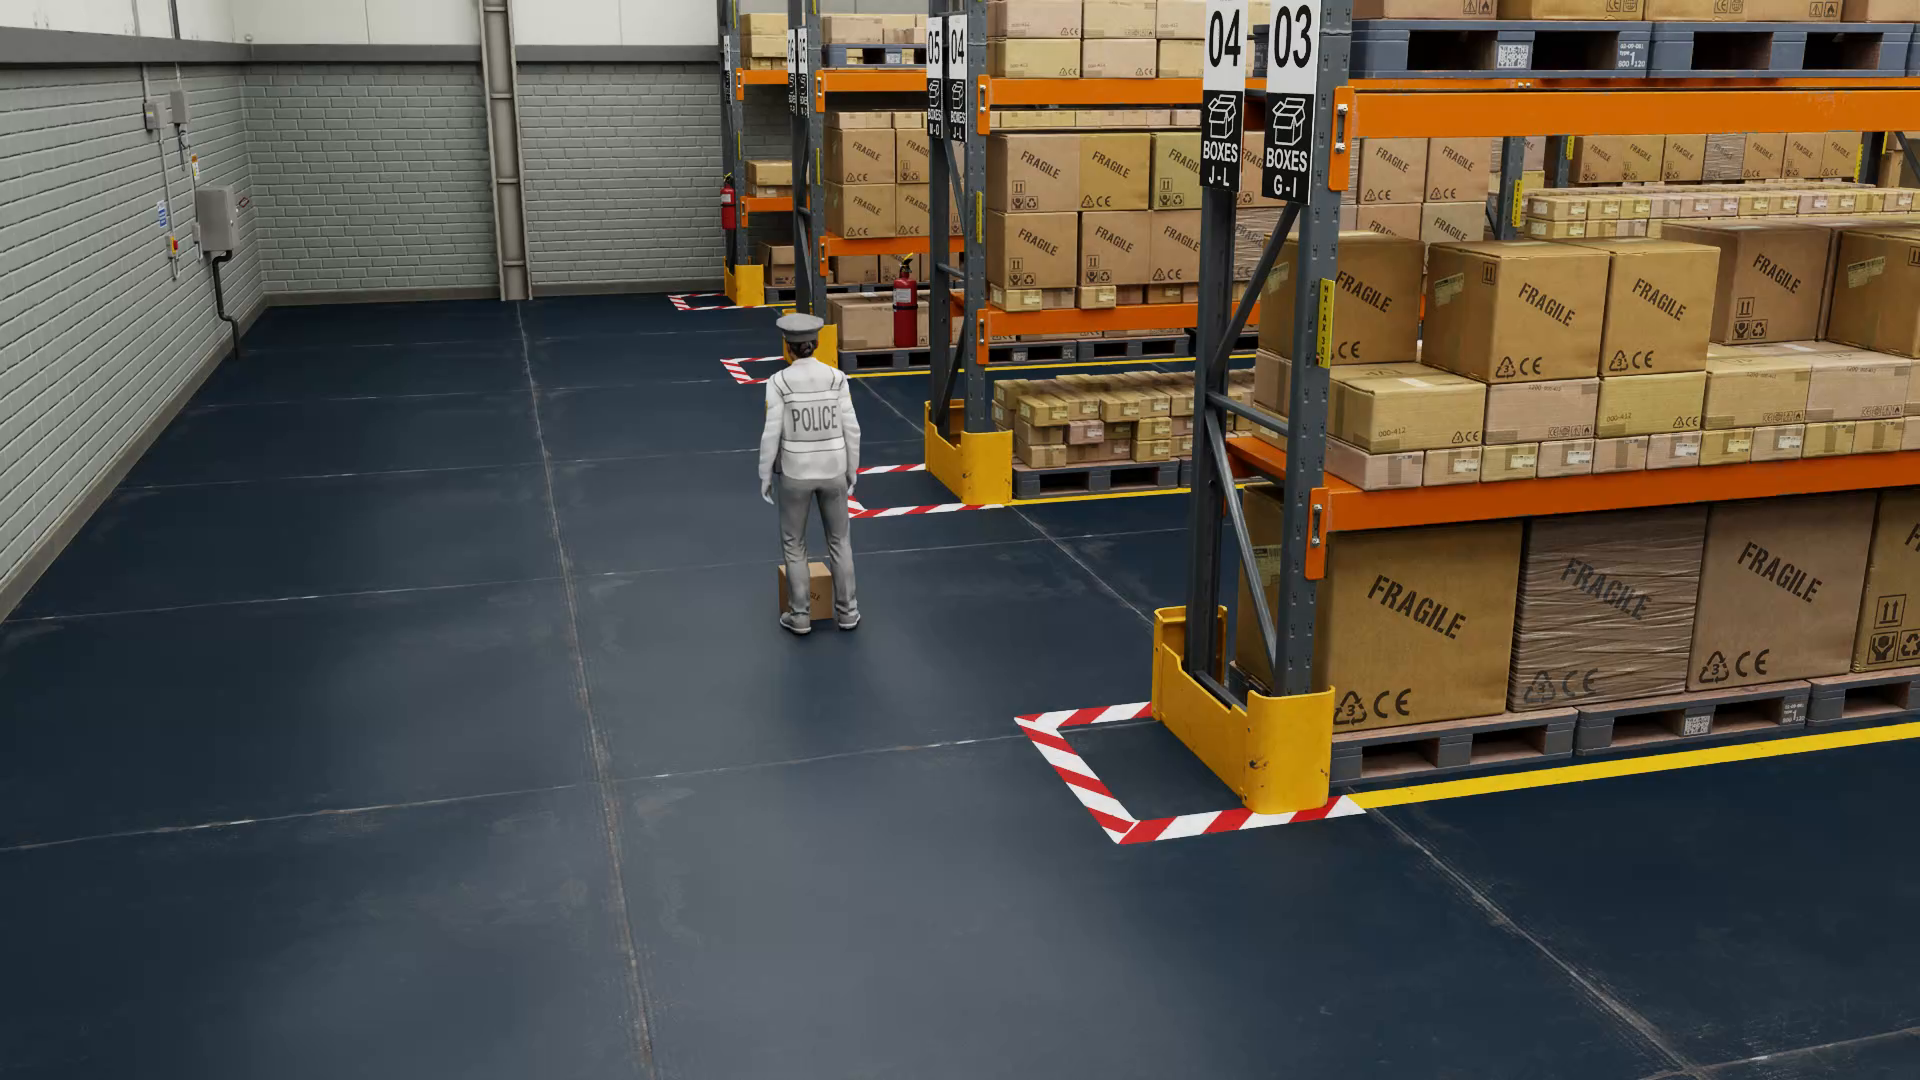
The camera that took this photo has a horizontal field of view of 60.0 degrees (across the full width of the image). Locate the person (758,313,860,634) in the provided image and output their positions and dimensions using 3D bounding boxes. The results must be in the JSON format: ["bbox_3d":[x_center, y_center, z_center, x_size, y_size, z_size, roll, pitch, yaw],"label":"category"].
[{"bbox_3d":[-0.779,-0.332,8.671,0.547,1.667,0.369,-5,17,-18],"label":"person"}]
